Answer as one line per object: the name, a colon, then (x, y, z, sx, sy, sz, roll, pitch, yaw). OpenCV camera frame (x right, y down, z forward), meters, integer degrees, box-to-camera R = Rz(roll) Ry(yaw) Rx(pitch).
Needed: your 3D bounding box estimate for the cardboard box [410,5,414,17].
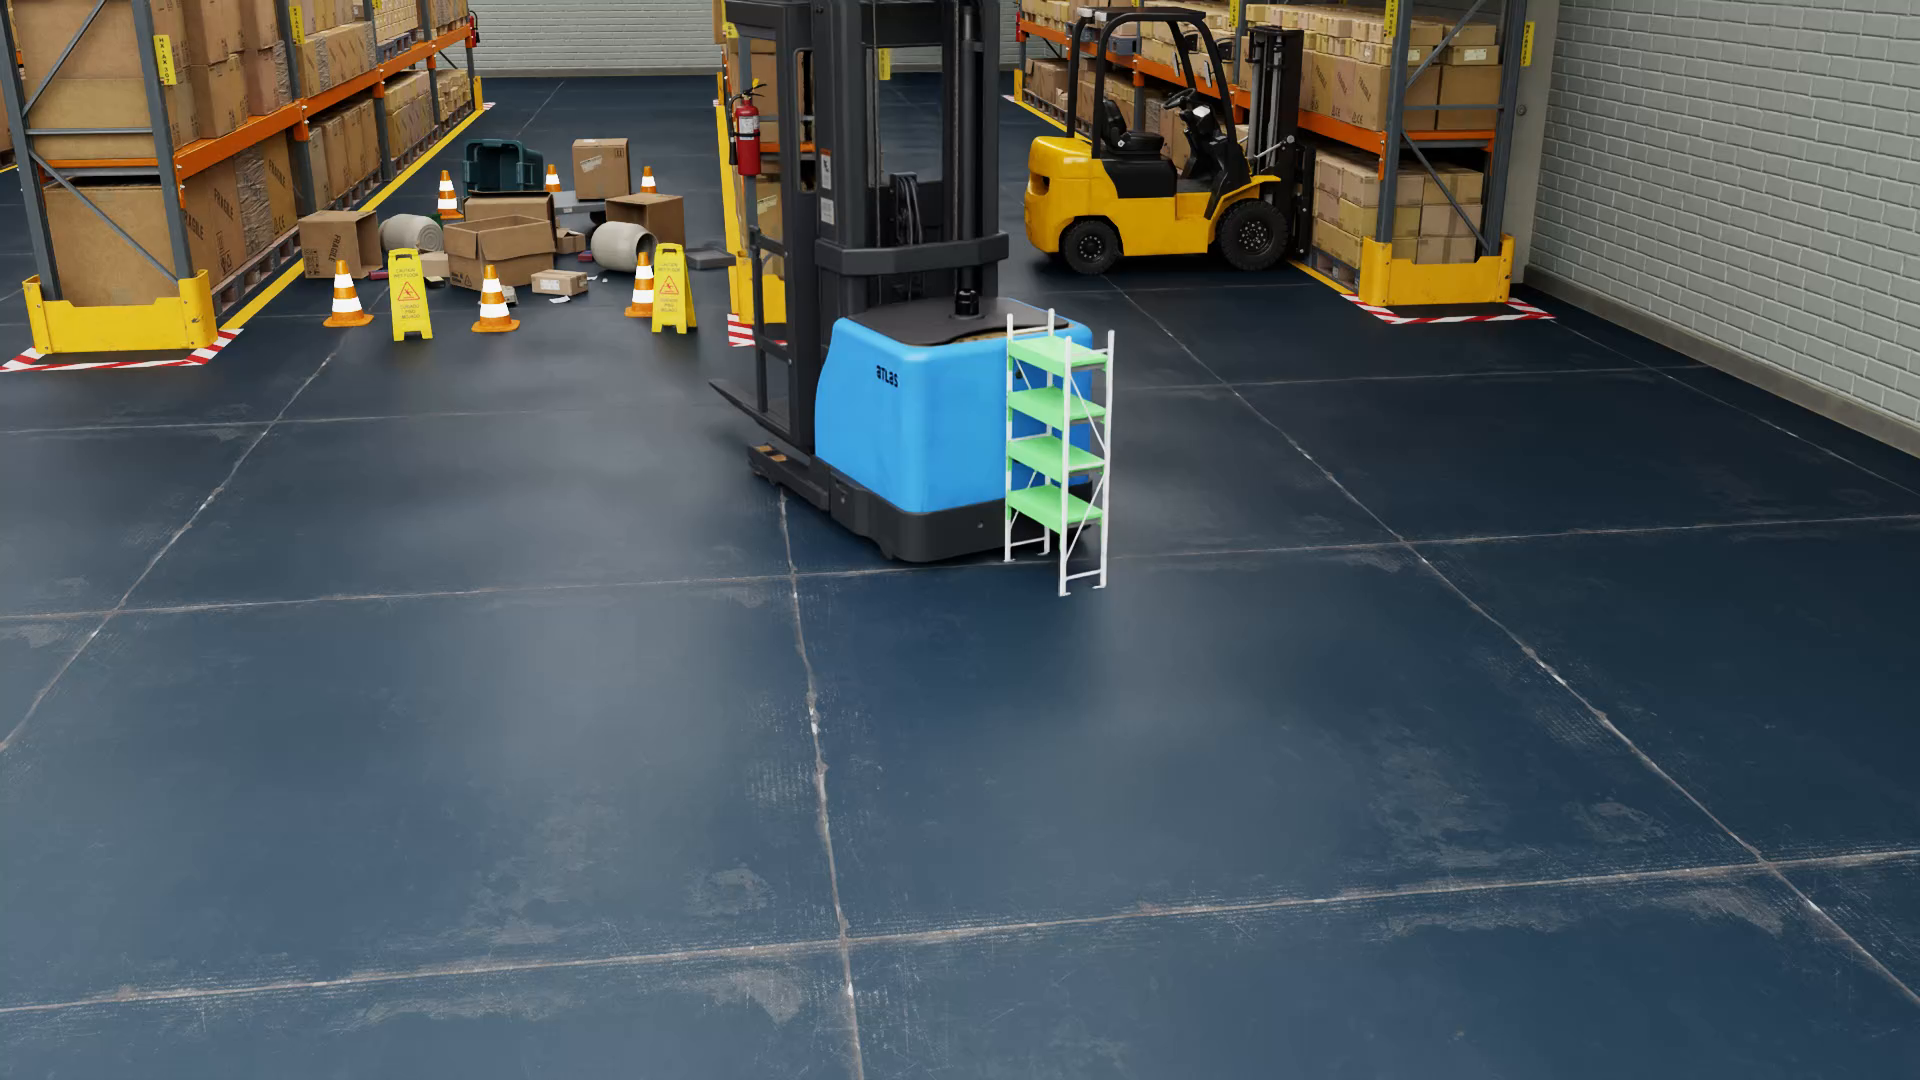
cardboard box: (-7.424, -6.969, 21.920, 0.380, 0.149, 0.250, -3, 21, -7)

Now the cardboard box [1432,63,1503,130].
cardboard box: (4.013, -3.583, 13.379, 0.500, 0.500, 0.500, -2, 21, -6)

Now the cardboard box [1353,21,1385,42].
cardboard box: (3.418, -4.127, 13.484, 0.380, 0.149, 0.250, -2, 21, -7)

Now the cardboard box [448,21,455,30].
cardboard box: (-7.847, -7.784, 25.129, 0.380, 0.149, 0.250, -4, 21, -10)

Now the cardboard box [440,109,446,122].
cardboard box: (-7.450, -5.973, 23.395, 0.380, 0.149, 0.250, -4, 21, -10)

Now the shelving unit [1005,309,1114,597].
shelving unit: (0.441, -0.401, 7.575, 0.258, 1.200, 0.503, -11, 23, -27)

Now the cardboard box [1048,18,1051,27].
cardboard box: (1.579, -8.021, 25.762, 0.380, 0.149, 0.250, -3, 21, -8)

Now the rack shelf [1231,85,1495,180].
rack shelf: (3.521, -3.706, 14.880, 1.077, 0.370, 4.000, -3, 21, -8)

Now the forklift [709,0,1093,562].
forklift: (-0.512, -1.739, 8.683, 1.130, 2.935, 3.031, -11, 23, -27)

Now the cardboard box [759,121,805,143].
cardboard box: (-1.368, -3.100, 12.588, 0.380, 0.149, 0.250, -2, 21, -6)

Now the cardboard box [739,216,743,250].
cardboard box: (-1.633, -2.635, 14.313, 0.500, 0.250, 0.500, -4, 21, -10)

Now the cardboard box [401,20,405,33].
cardboard box: (-7.309, -6.562, 21.256, 0.380, 0.149, 0.250, -4, 21, -10)

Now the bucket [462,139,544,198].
bucket: (-4.261, -3.447, 15.664, 0.726, 0.611, 0.620, 4, 11, 11)

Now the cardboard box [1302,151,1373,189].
cardboard box: (3.272, -3.222, 14.456, 0.500, 0.250, 0.500, -3, 21, -7)

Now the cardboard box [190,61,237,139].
cardboard box: (-6.141, -3.400, 12.819, 0.875, 0.550, 0.550, -3, 21, -8)

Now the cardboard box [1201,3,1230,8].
cardboard box: (3.028, -6.191, 19.435, 0.380, 0.149, 0.250, -3, 21, -8)

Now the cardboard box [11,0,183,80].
cardboard box: (-6.001, -3.521, 11.598, 0.875, 0.550, 0.550, -3, 21, -8)

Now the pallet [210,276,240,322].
pallet: (-6.178, -1.781, 12.683, 1.003, 0.211, 1.213, -3, 21, -8)

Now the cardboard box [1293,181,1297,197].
cardboard box: (3.204, -3.172, 15.036, 0.500, 0.250, 0.500, -3, 21, -8)

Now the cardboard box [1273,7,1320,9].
cardboard box: (3.158, -4.926, 15.624, 0.380, 0.149, 0.250, -3, 21, -9)

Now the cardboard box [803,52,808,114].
cardboard box: (-0.974, -3.642, 13.113, 0.500, 0.500, 0.500, -2, 21, -6)

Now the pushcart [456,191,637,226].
pushcart: (-3.928, -3.123, 16.039, 1.648, 0.377, 0.936, -11, 23, -26)

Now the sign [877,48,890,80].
sign: (-0.565, -3.532, 12.148, 0.100, 0.325, 0.005, -3, 21, -8)

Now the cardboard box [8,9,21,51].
cardboard box: (-12.236, -6.481, 21.138, 0.500, 0.500, 0.500, -2, 21, -6)

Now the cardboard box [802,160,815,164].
cardboard box: (-1.093, -3.015, 14.260, 0.500, 0.500, 0.500, -3, 21, -7)

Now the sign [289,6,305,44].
sign: (-6.013, -4.670, 15.083, 0.100, 0.325, 0.005, -3, 21, -8)

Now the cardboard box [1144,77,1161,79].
cardboard box: (2.653, -6.187, 22.540, 0.380, 0.149, 0.250, -4, 21, -10)

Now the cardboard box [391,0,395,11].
cardboard box: (-7.237, -6.653, 20.651, 0.380, 0.149, 0.250, -3, 21, -9)

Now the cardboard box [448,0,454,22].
cardboard box: (-7.759, -7.871, 24.434, 0.500, 0.500, 0.500, -2, 21, -5)

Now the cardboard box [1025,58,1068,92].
cardboard box: (1.497, -7.701, 27.516, 0.797, 0.503, 0.637, -4, 21, -10)

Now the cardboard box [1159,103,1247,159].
cardboard box: (2.834, -4.762, 19.473, 0.875, 0.625, 0.625, -2, 21, -6)

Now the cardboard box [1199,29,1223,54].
cardboard box: (2.828, -5.234, 17.443, 0.500, 0.250, 0.500, -3, 21, -9)

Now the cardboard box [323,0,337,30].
cardboard box: (-6.934, -5.591, 17.326, 0.700, 0.500, 0.500, -3, 21, -9)

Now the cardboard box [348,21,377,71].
cardboard box: (-6.808, -5.489, 18.481, 0.500, 0.500, 0.500, -3, 21, -8)

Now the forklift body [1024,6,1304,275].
forklift body: (1.731, -3.518, 14.560, 2.313, 2.155, 1.214, -3, 21, -8)

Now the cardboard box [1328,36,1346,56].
cardboard box: (3.329, -4.164, 14.007, 0.380, 0.149, 0.250, -4, 21, -10)

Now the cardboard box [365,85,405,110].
cardboard box: (-7.072, -5.388, 20.255, 0.500, 0.250, 0.500, -3, 21, -8)

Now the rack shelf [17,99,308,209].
rack shelf: (-6.274, -3.170, 13.444, 1.077, 0.370, 4.000, -3, 21, -8)

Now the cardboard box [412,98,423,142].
cardboard box: (-7.216, -5.396, 21.348, 0.500, 0.500, 0.500, -3, 21, -9)

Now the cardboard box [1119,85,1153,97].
cardboard box: (2.270, -5.795, 21.489, 0.380, 0.149, 0.250, -4, 21, -10)

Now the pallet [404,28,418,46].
pallet: (-7.749, -6.607, 21.894, 1.003, 0.211, 1.213, -3, 21, -8)

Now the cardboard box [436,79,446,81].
cardboard box: (-7.764, -6.694, 24.475, 0.380, 0.149, 0.250, -4, 21, -10)

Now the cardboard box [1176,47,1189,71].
cardboard box: (2.700, -5.352, 18.474, 0.500, 0.250, 0.500, -2, 21, -6)

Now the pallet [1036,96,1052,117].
pallet: (1.802, -6.860, 26.282, 1.003, 0.211, 1.213, -3, 21, -8)

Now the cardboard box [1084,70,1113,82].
cardboard box: (1.984, -6.605, 23.660, 0.380, 0.149, 0.250, -3, 21, -9)

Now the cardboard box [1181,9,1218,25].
cardboard box: (2.635, -5.722, 18.180, 0.380, 0.149, 0.250, -3, 21, -9)

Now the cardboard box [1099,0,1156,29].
cardboard box: (2.238, -6.921, 21.713, 0.797, 0.503, 0.637, -3, 21, -9)

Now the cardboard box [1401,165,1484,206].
cardboard box: (3.927, -2.904, 13.604, 0.500, 0.250, 0.500, -3, 21, -9)

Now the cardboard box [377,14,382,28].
cardboard box: (-7.093, -6.166, 19.772, 0.380, 0.149, 0.250, -4, 21, -9)

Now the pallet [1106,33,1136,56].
pallet: (2.489, -6.262, 20.969, 1.213, 0.211, 1.003, -3, 21, -8)

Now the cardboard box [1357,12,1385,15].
cardboard box: (3.736, -4.596, 14.739, 0.380, 0.149, 0.250, -2, 21, -6)

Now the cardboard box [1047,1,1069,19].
cardboard box: (1.619, -8.085, 25.364, 0.500, 0.250, 0.500, -3, 21, -8)

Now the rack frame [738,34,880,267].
rack frame: (-1.102, -3.099, 12.226, 1.000, 3.000, 0.127, -3, 21, -8)

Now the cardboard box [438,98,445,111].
cardboard box: (-7.451, -6.111, 23.341, 0.380, 0.149, 0.250, -2, 21, -5)

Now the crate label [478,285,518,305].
crate label: (-3.665, -1.937, 13.207, 0.250, 0.136, 0.298, -15, 25, -35)
